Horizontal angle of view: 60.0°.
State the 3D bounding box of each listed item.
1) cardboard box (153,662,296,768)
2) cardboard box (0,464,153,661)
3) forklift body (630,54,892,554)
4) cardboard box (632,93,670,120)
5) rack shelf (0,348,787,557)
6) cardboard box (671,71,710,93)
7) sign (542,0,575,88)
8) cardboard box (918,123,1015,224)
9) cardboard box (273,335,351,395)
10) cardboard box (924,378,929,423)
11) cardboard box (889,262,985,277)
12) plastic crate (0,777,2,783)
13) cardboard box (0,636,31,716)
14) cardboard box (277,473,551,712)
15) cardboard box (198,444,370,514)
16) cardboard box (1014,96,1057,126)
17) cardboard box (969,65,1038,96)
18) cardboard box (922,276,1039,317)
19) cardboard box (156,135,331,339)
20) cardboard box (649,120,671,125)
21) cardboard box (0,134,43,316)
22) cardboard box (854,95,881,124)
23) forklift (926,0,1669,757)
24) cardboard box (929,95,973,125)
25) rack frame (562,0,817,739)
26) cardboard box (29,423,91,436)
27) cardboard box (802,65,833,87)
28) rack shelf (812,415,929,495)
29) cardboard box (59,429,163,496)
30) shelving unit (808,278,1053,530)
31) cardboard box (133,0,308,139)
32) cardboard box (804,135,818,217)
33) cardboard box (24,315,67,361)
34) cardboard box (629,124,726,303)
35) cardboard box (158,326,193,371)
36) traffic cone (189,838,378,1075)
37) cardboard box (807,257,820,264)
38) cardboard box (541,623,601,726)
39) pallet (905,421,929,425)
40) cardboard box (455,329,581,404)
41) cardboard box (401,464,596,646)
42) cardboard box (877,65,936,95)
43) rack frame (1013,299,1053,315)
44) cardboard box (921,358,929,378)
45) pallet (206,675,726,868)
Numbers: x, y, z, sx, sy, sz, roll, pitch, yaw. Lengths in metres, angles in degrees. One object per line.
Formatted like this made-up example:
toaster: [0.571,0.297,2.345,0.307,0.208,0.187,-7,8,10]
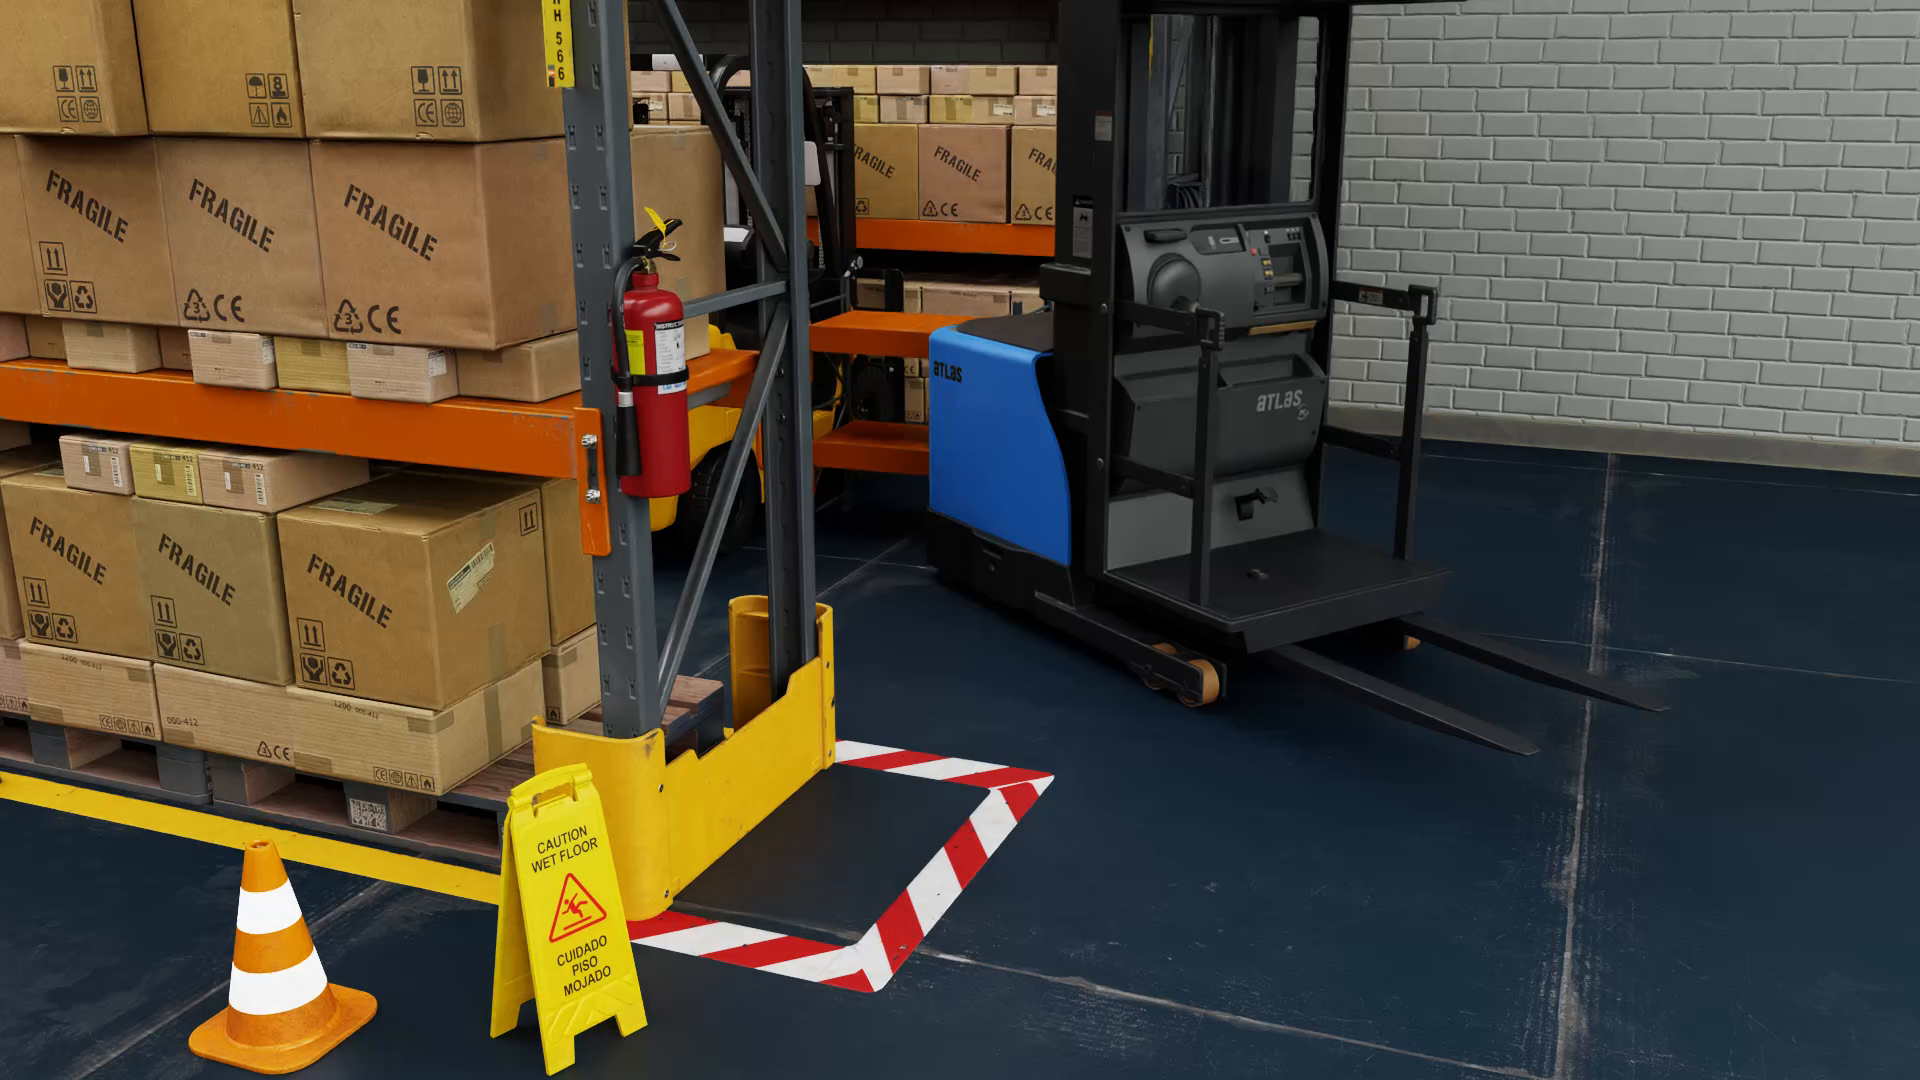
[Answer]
cardboard box: [-2.008,0.437,4.966,0.500,0.250,0.500,6,17,21]
cardboard box: [-2.473,0.025,5.041,0.500,0.500,0.500,6,17,19]
forklift body: [-1.294,-1.214,7.999,1.214,2.155,2.313,6,17,21]
cardboard box: [-1.685,-2.479,9.490,0.250,0.149,0.380,7,17,22]
rack shelf: [-2.539,-0.473,5.212,4.000,0.370,1.077,6,17,21]
cardboard box: [-1.424,-2.604,9.386,0.250,0.149,0.380,6,17,20]
sign: [-0.901,-1.179,3.713,0.005,0.325,0.100,6,17,21]
cardboard box: [0.106,-1.987,8.959,0.500,0.500,0.500,7,18,22]
cardboard box: [-1.612,-0.505,4.482,0.250,0.149,0.380,6,17,20]
cardboard box: [0.127,-0.802,9.234,0.500,0.250,0.500,6,17,21]
cardboard box: [-0.166,-1.465,9.725,0.500,0.250,0.500,6,17,20]
plastic crate: [-3.240,0.753,4.938,0.583,0.080,0.402,0,16,1]
cardboard box: [-2.955,0.332,5.329,0.500,0.250,0.500,6,17,20]
cardboard box: [-1.519,0.131,4.676,0.500,0.500,0.500,6,17,21]
cardboard box: [-1.886,-0.201,4.655,0.250,0.149,0.380,7,18,22]
cardboard box: [0.465,-2.242,8.674,0.250,0.149,0.380,7,17,22]
cardboard box: [0.235,-2.423,8.762,0.250,0.149,0.380,7,17,22]
cardboard box: [0.119,-1.280,9.086,0.500,0.250,0.500,7,17,22]
cardboard box: [-1.749,-0.841,4.477,0.500,0.500,0.500,6,17,21]
cardboard box: [-1.774,-2.196,9.680,0.500,0.500,0.500,7,17,22]
cardboard box: [-2.677,-0.950,4.852,0.500,0.500,0.500,6,17,21]
cardboard box: [-0.488,-2.348,9.040,0.250,0.149,0.380,6,17,21]
forklift: [1.078,-0.983,5.803,1.130,2.935,3.031,-10,19,-31]
cardboard box: [0.020,-2.313,8.917,0.250,0.149,0.380,6,17,20]
rack frame: [-0.679,-0.614,4.407,0.127,3.000,1.000,6,17,21]
cardboard box: [-2.802,-0.170,5.711,0.500,0.500,0.500,7,18,24]
cardboard box: [-0.700,-2.541,9.170,0.250,0.149,0.380,7,17,21]
rack shelf: [-0.151,-0.362,7.780,1.000,0.278,0.538,6,17,19]
cardboard box: [-2.363,-0.255,4.841,0.250,0.149,0.380,7,18,23]
shelving unit: [-0.151,-0.597,7.712,1.048,1.125,0.538,6,17,19]
cardboard box: [-1.702,-1.334,4.382,0.500,0.500,0.700,6,17,21]
cardboard box: [-0.843,-2.088,9.306,0.500,0.500,0.500,6,17,21]
cardboard box: [-2.520,-0.637,4.939,0.250,0.149,0.380,6,17,21]
cardboard box: [-1.017,-0.925,4.766,0.500,0.500,0.500,6,17,20]
cardboard box: [-2.049,-0.586,4.762,0.250,0.149,0.380,7,17,21]
traffic cone: [-1.552,0.895,3.760,0.334,0.463,0.336,6,17,21]
cardboard box: [-1.110,-1.568,10.081,0.500,0.250,0.500,6,17,21]
cardboard box: [-1.327,0.351,5.263,0.500,0.250,0.500,6,17,20]
pallet: [0.413,-0.630,9.463,1.213,0.211,1.003,6,17,21]
cardboard box: [-1.105,-0.476,4.383,0.250,0.149,0.380,7,18,22]
cardboard box: [-1.350,-0.011,5.166,0.500,0.500,0.500,6,17,19]
cardboard box: [-0.253,-2.465,8.909,0.250,0.149,0.380,7,18,22]
rack frame: [0.327,-0.548,7.544,0.032,1.125,0.500,6,17,19]
cardboard box: [0.109,-1.045,9.176,0.500,0.250,0.500,6,17,20]
pallet: [-1.492,0.626,5.140,1.213,0.211,1.003,6,17,21]
